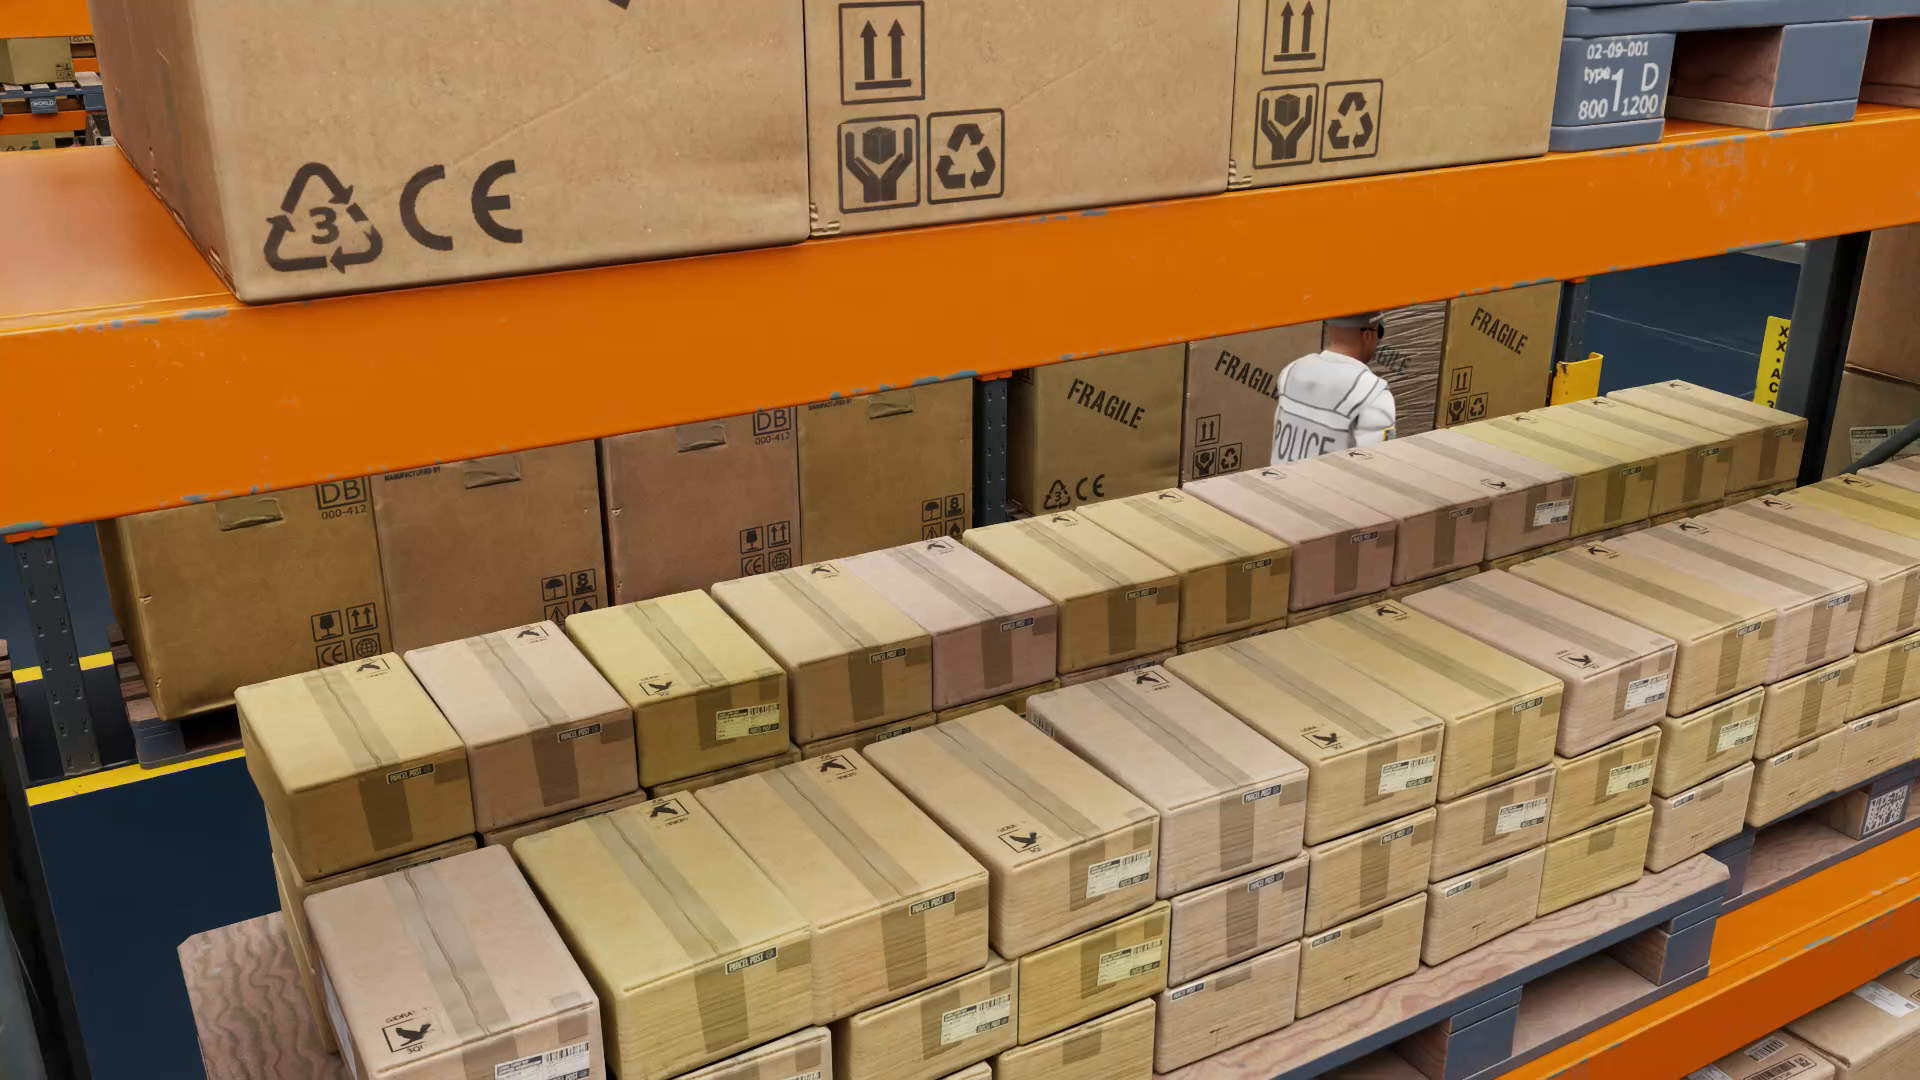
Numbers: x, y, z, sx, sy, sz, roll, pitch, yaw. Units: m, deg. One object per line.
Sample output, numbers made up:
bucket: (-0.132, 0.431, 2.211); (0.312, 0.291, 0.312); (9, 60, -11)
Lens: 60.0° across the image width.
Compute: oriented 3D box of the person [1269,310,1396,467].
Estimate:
person: (1.377, -0.057, 6.211); (0.434, 1.754, 0.563); (-13, 25, -30)
